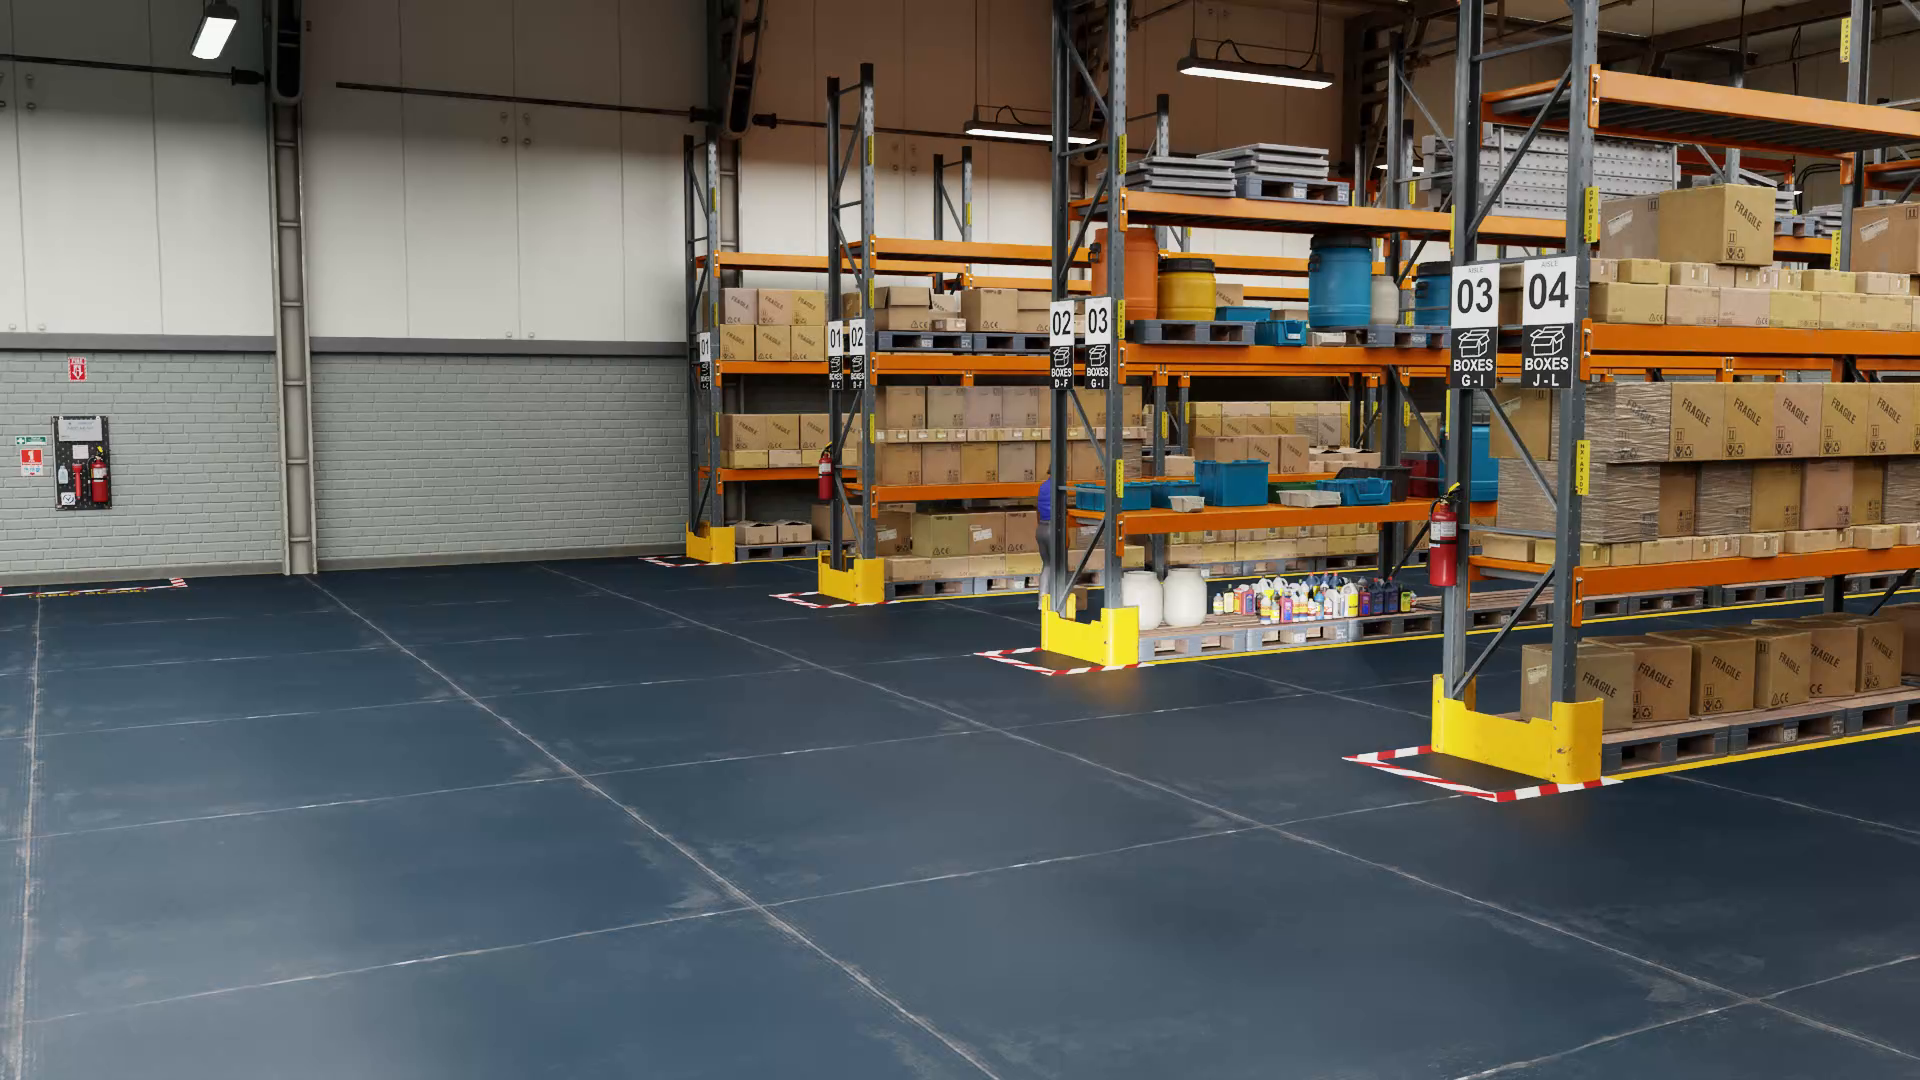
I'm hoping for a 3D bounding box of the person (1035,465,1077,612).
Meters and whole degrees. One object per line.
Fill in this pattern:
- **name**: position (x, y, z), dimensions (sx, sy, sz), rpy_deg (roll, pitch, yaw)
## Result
- **person**: position (1.026, -0.050, 18.091), dimensions (0.353, 1.654, 0.517), rpy_deg (-3, 6, -30)
